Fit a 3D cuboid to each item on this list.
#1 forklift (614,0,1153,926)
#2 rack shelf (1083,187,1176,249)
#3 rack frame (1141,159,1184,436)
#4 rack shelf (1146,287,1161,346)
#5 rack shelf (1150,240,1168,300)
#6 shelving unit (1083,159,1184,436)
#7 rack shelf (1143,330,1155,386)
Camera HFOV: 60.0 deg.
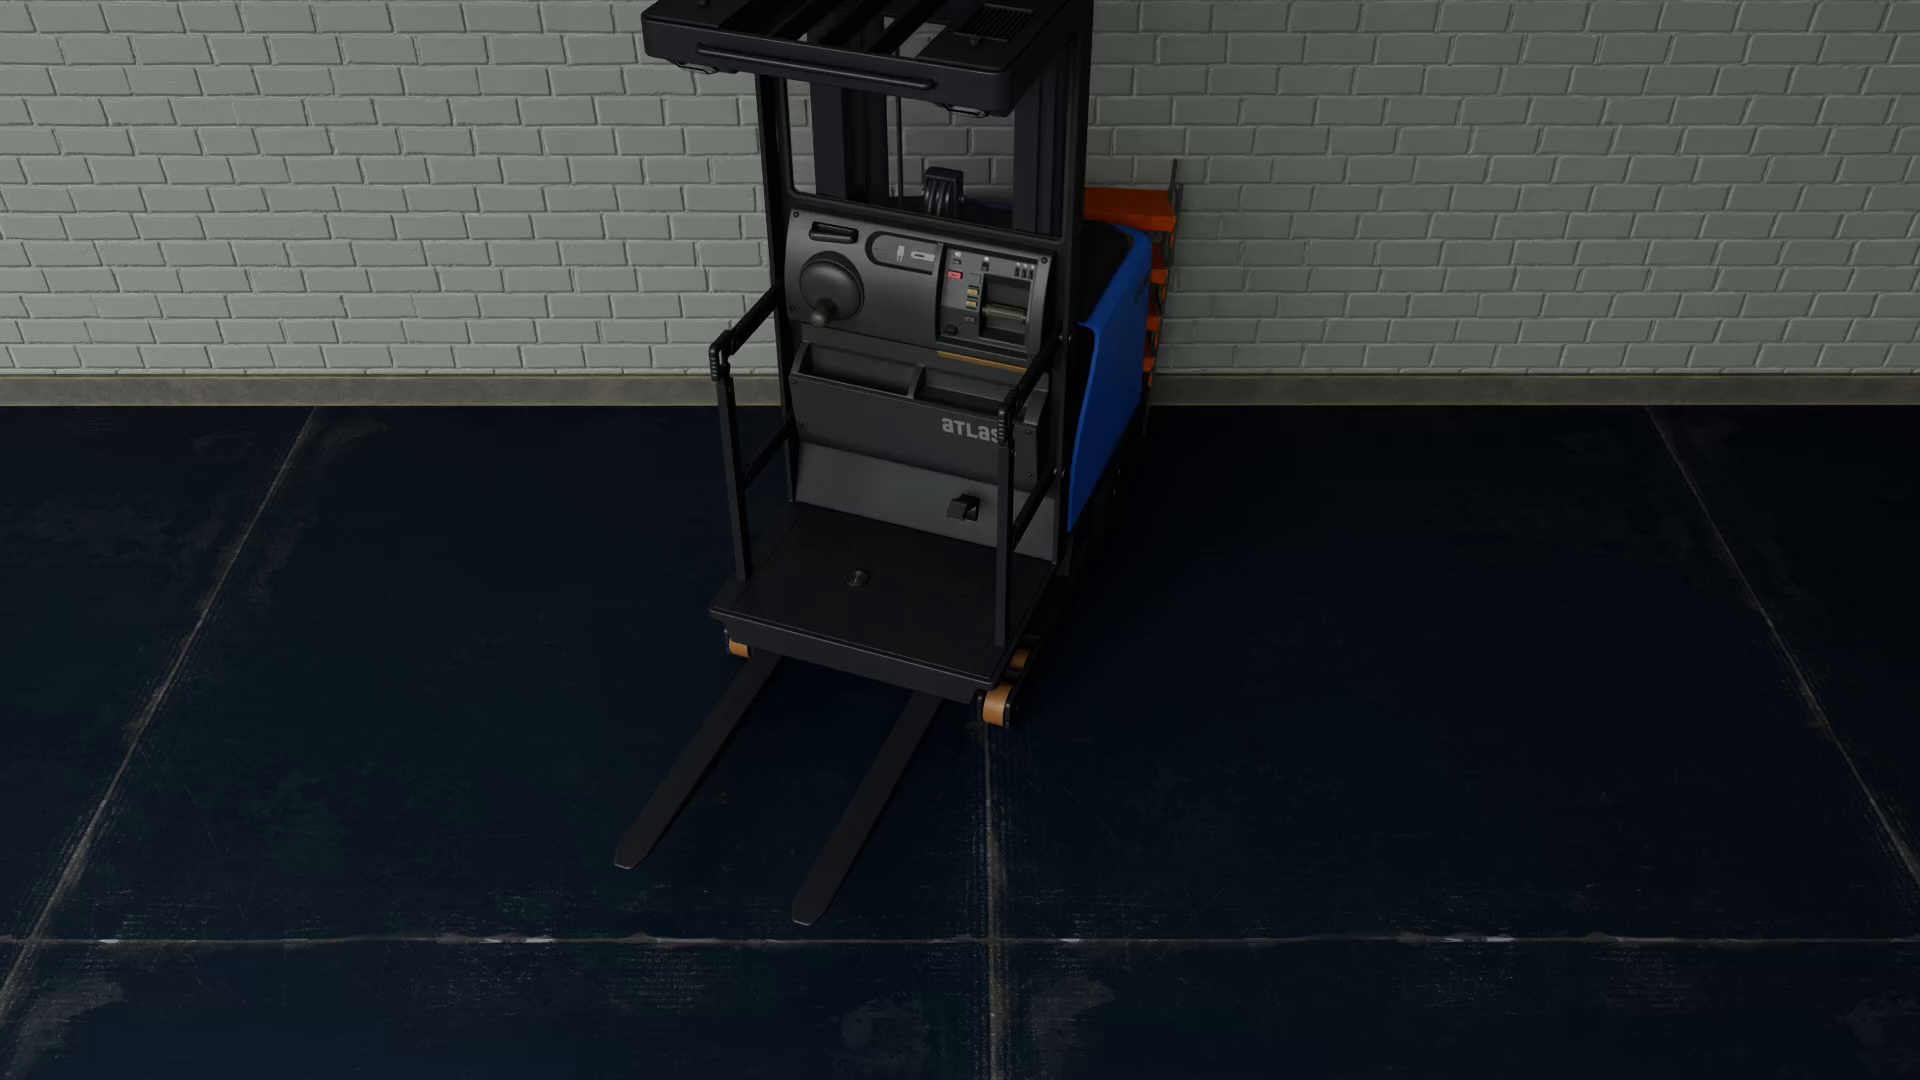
[{"bbox_3d":[-0.222,-0.778,5.377,1.130,2.935,3.031,13,41,16],"label":"forklift"},{"bbox_3d":[0.624,-1.328,6.802,0.480,0.148,0.258,2,37,-3],"label":"rack shelf"},{"bbox_3d":[0.843,-1.006,7.050,0.015,1.200,0.240,2,37,-3],"label":"rack frame"},{"bbox_3d":[0.595,-0.963,7.080,0.480,0.148,0.258,2,37,-3],"label":"rack shelf"},{"bbox_3d":[0.609,-1.140,6.945,0.480,0.148,0.258,2,37,-3],"label":"rack shelf"},{"bbox_3d":[0.599,-1.016,7.039,0.503,1.200,0.258,2,37,-3],"label":"shelving unit"},{"bbox_3d":[0.583,-0.805,7.200,0.480,0.148,0.258,2,37,-3],"label":"rack shelf"}]
